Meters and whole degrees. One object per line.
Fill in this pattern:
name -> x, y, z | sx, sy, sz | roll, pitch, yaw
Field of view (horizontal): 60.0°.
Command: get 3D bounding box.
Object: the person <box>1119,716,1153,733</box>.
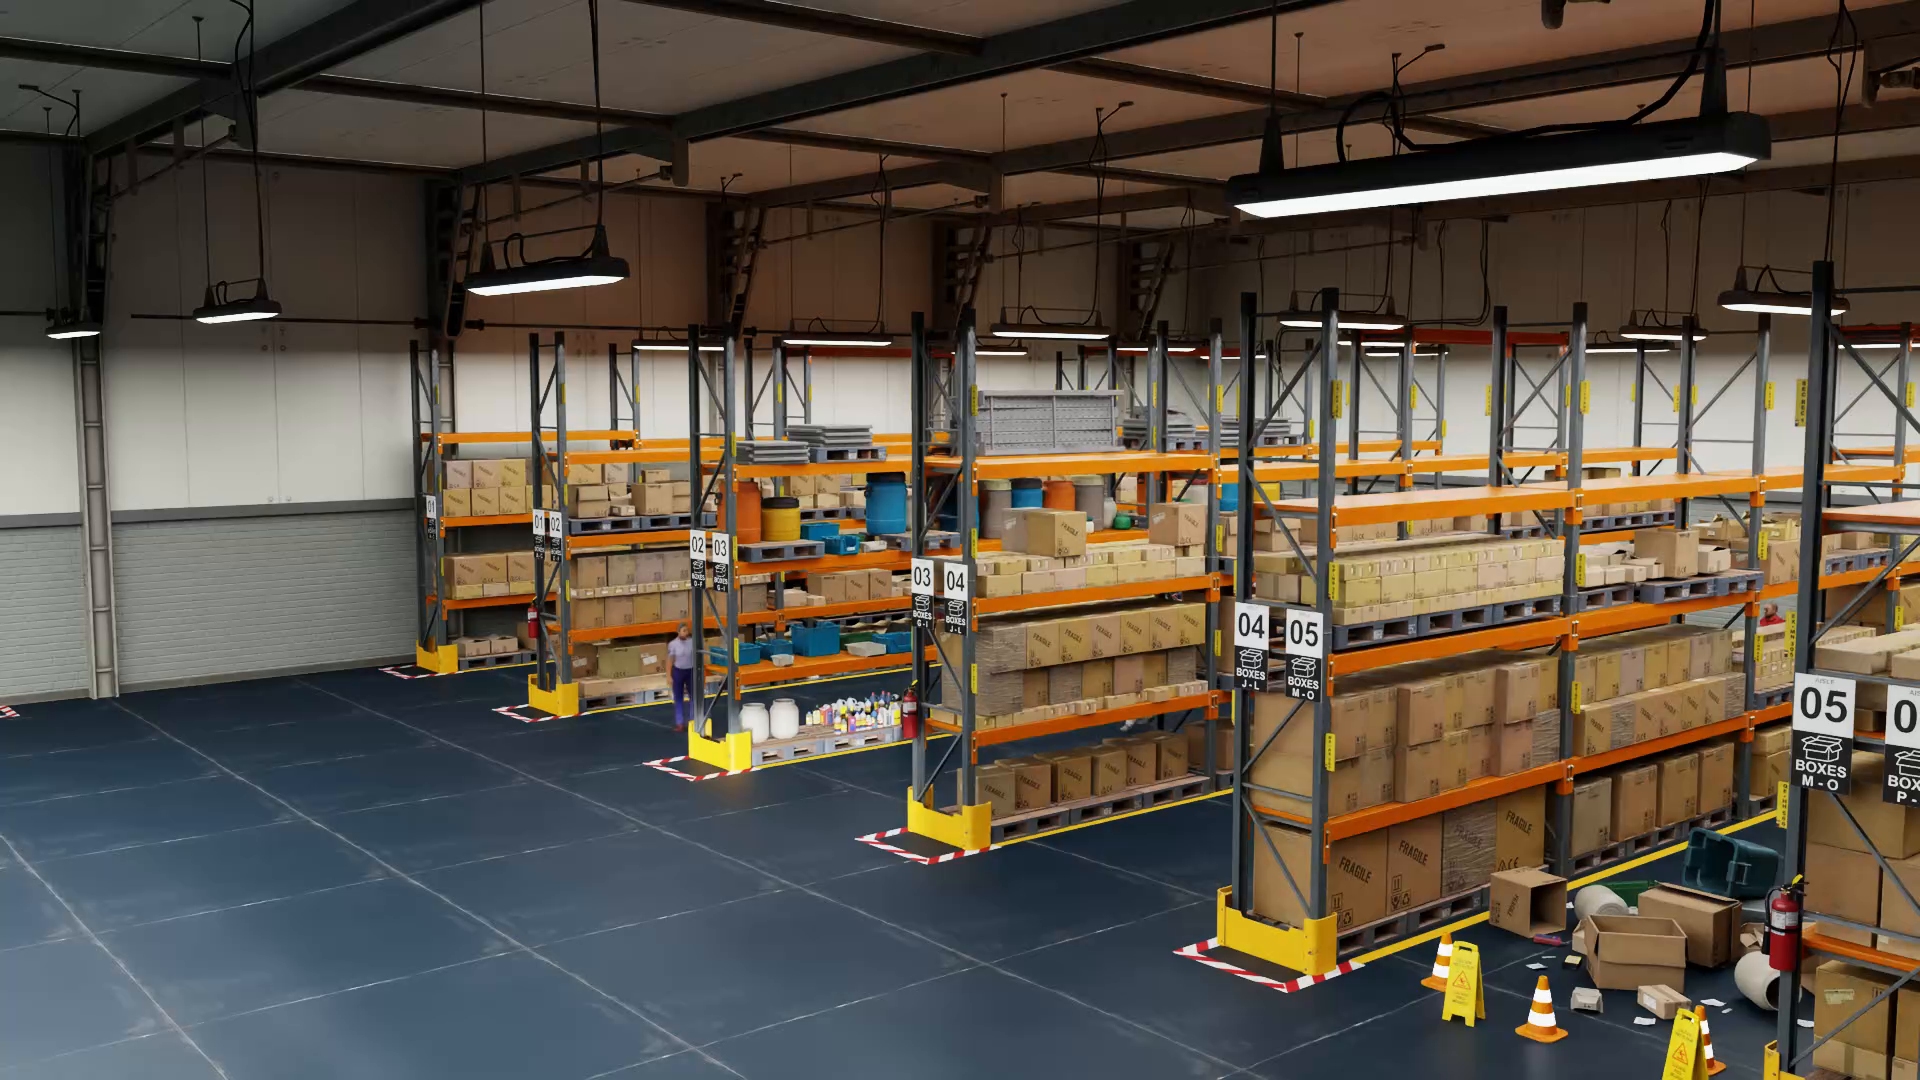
person -> 2.595, 1.958, 24.687 | 0.684, 1.727, 1.017 | 5, 7, 44

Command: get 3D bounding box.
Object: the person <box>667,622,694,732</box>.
person -> -4.140, 2.050, 24.916 | 0.507, 1.641, 0.397 | -3, 6, -27

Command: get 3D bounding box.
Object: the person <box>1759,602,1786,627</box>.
person -> 13.108, 1.845, 26.876 | 1.086, 1.675, 0.527 | -5, 7, -43
